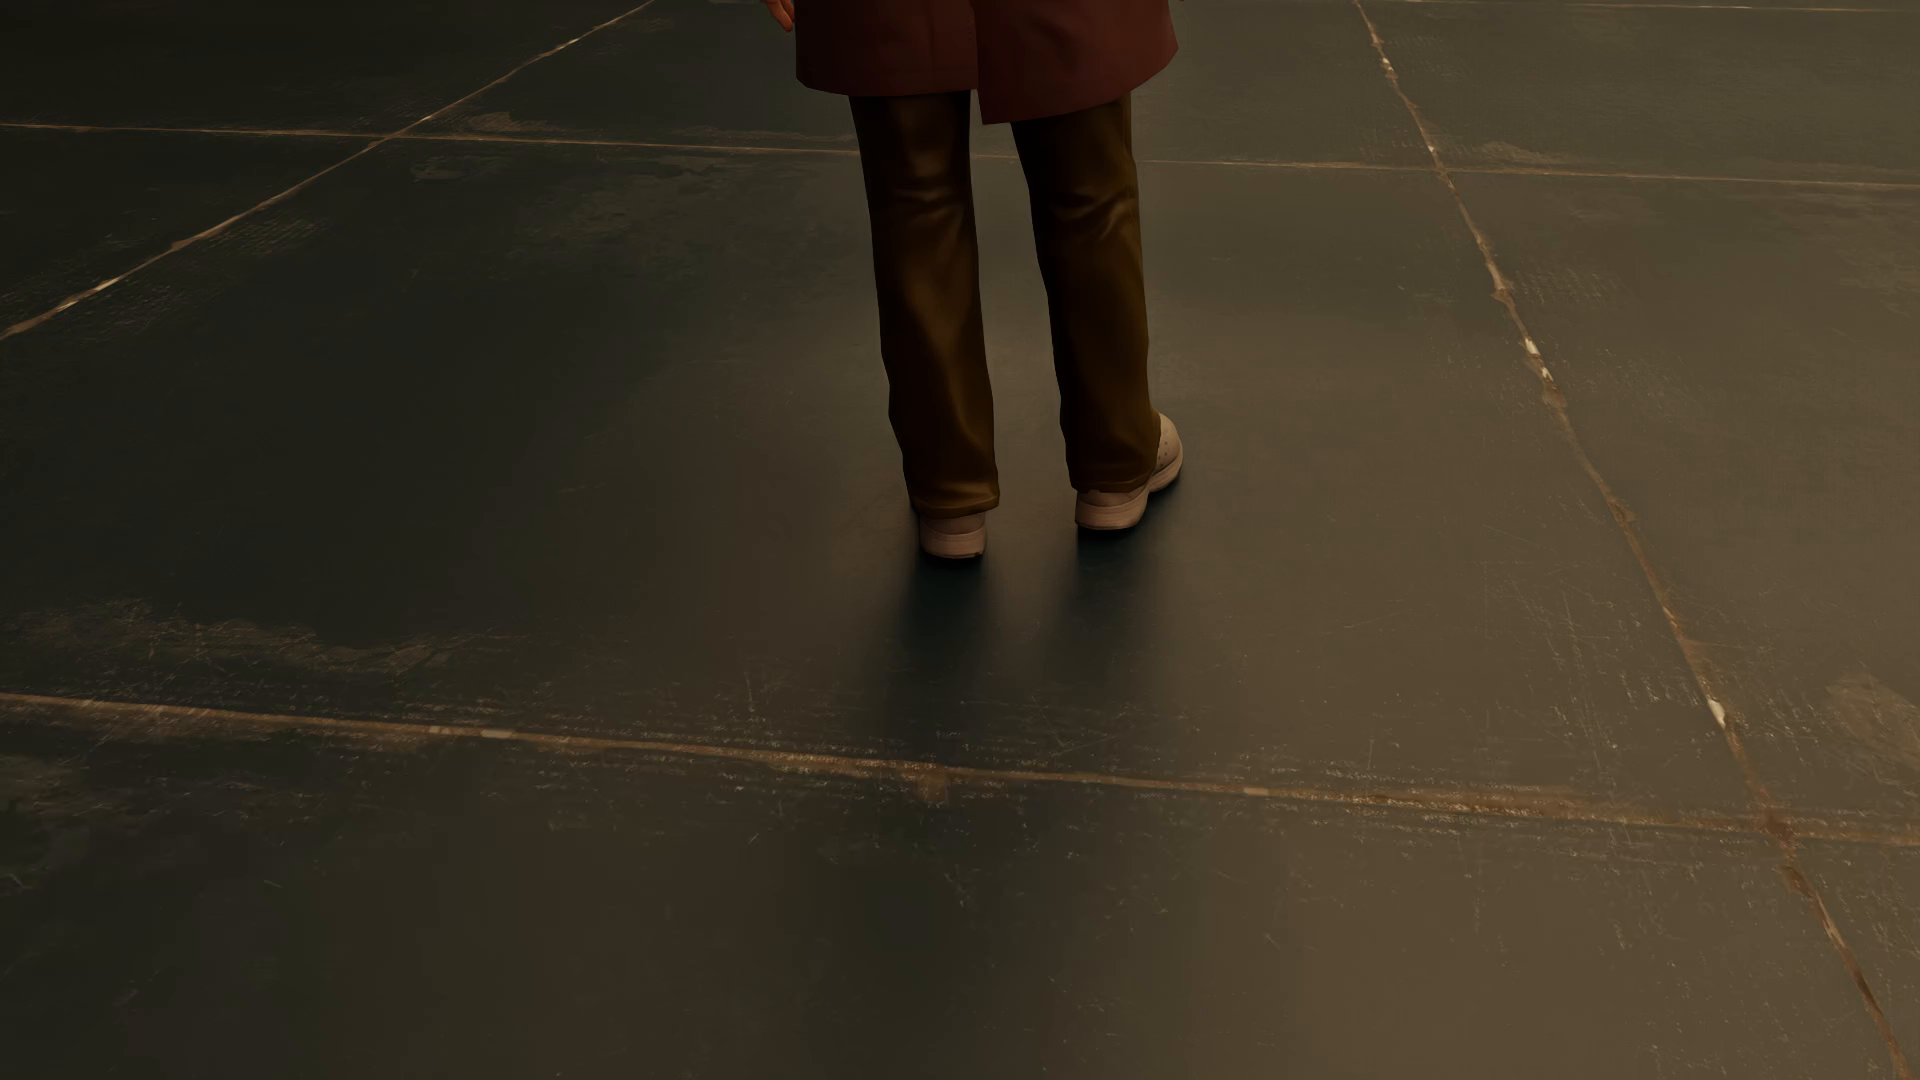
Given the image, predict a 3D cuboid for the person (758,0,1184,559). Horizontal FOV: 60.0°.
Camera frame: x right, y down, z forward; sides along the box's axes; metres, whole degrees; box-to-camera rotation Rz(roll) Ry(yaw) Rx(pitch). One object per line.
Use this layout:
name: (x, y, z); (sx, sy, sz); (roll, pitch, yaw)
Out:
person: (0.017, -0.842, 2.180); (0.694, 1.776, 0.582); (3, 27, 7)
